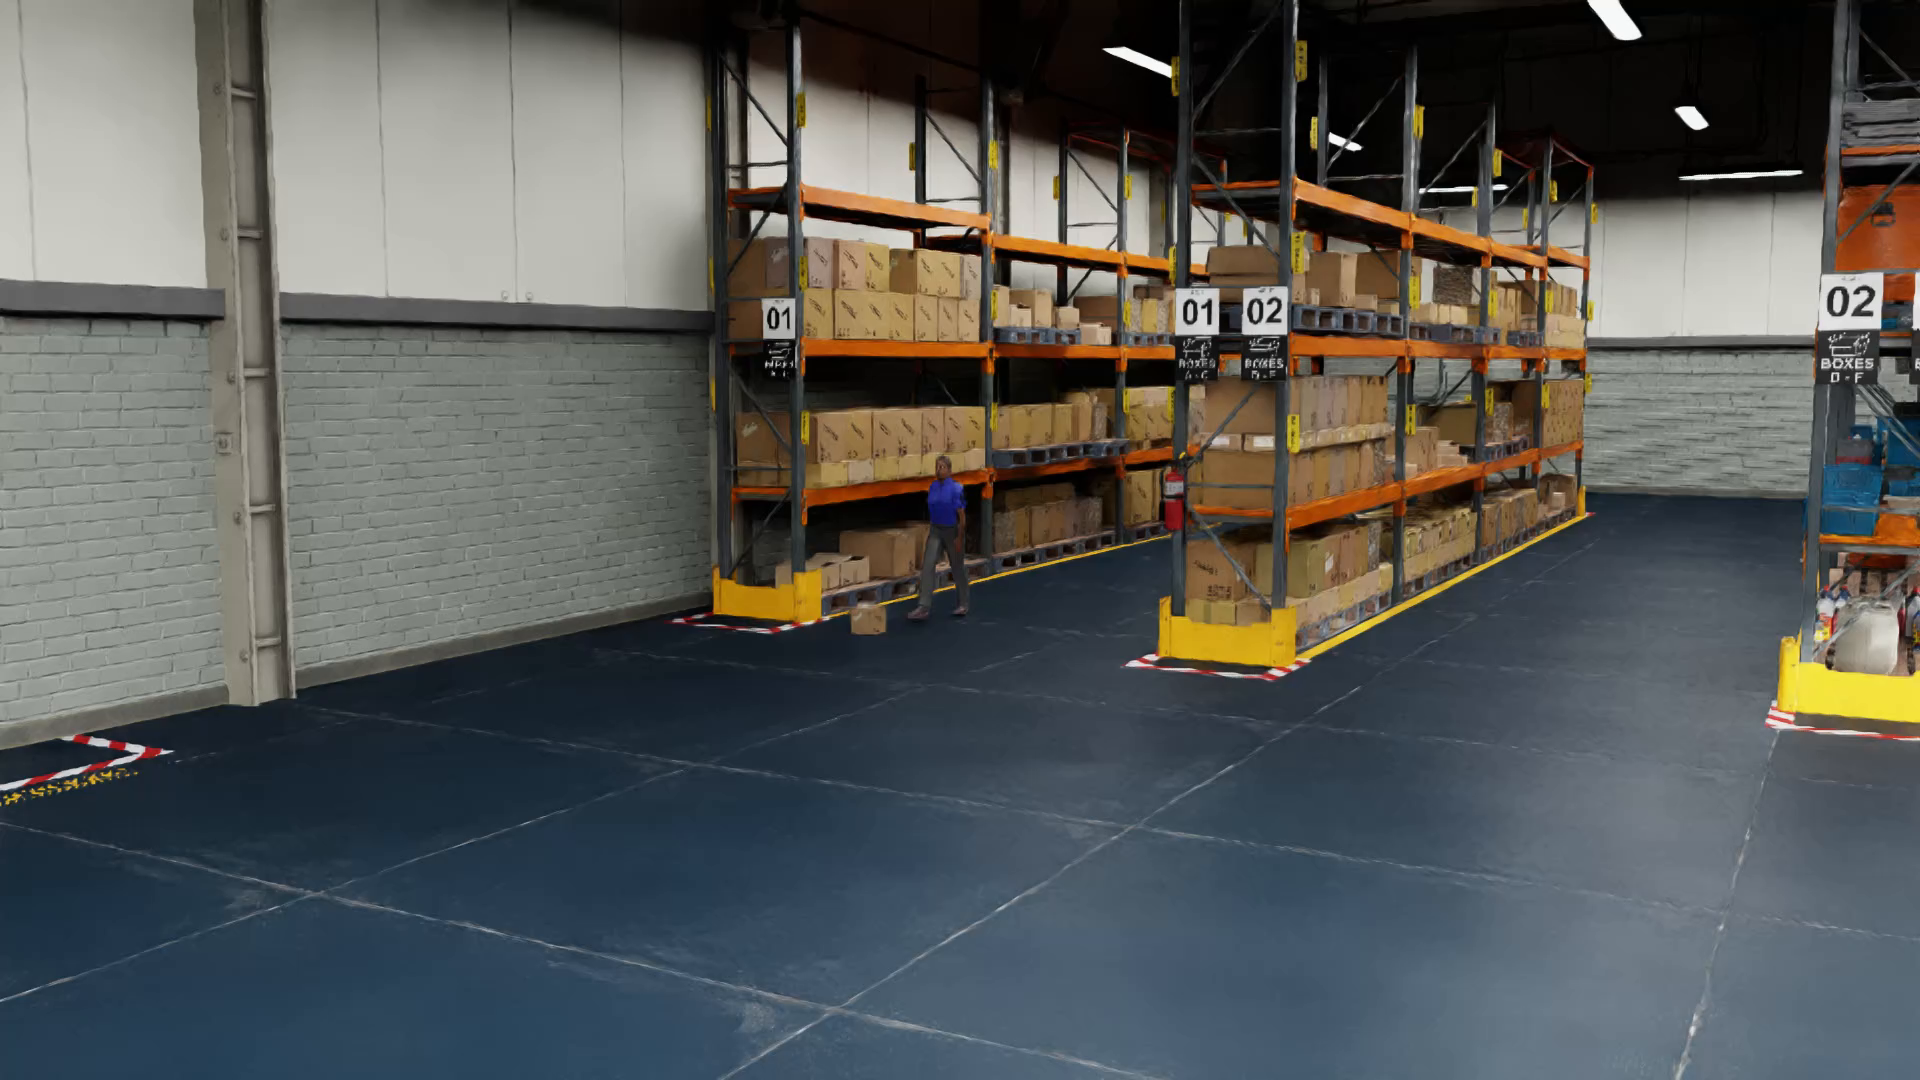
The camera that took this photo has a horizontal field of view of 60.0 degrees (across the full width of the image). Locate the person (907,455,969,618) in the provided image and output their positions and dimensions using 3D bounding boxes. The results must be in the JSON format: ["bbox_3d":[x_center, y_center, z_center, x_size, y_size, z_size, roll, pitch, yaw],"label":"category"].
[{"bbox_3d":[-0.165,-0.035,16.666,0.471,1.623,0.796,4,7,32],"label":"person"}]
